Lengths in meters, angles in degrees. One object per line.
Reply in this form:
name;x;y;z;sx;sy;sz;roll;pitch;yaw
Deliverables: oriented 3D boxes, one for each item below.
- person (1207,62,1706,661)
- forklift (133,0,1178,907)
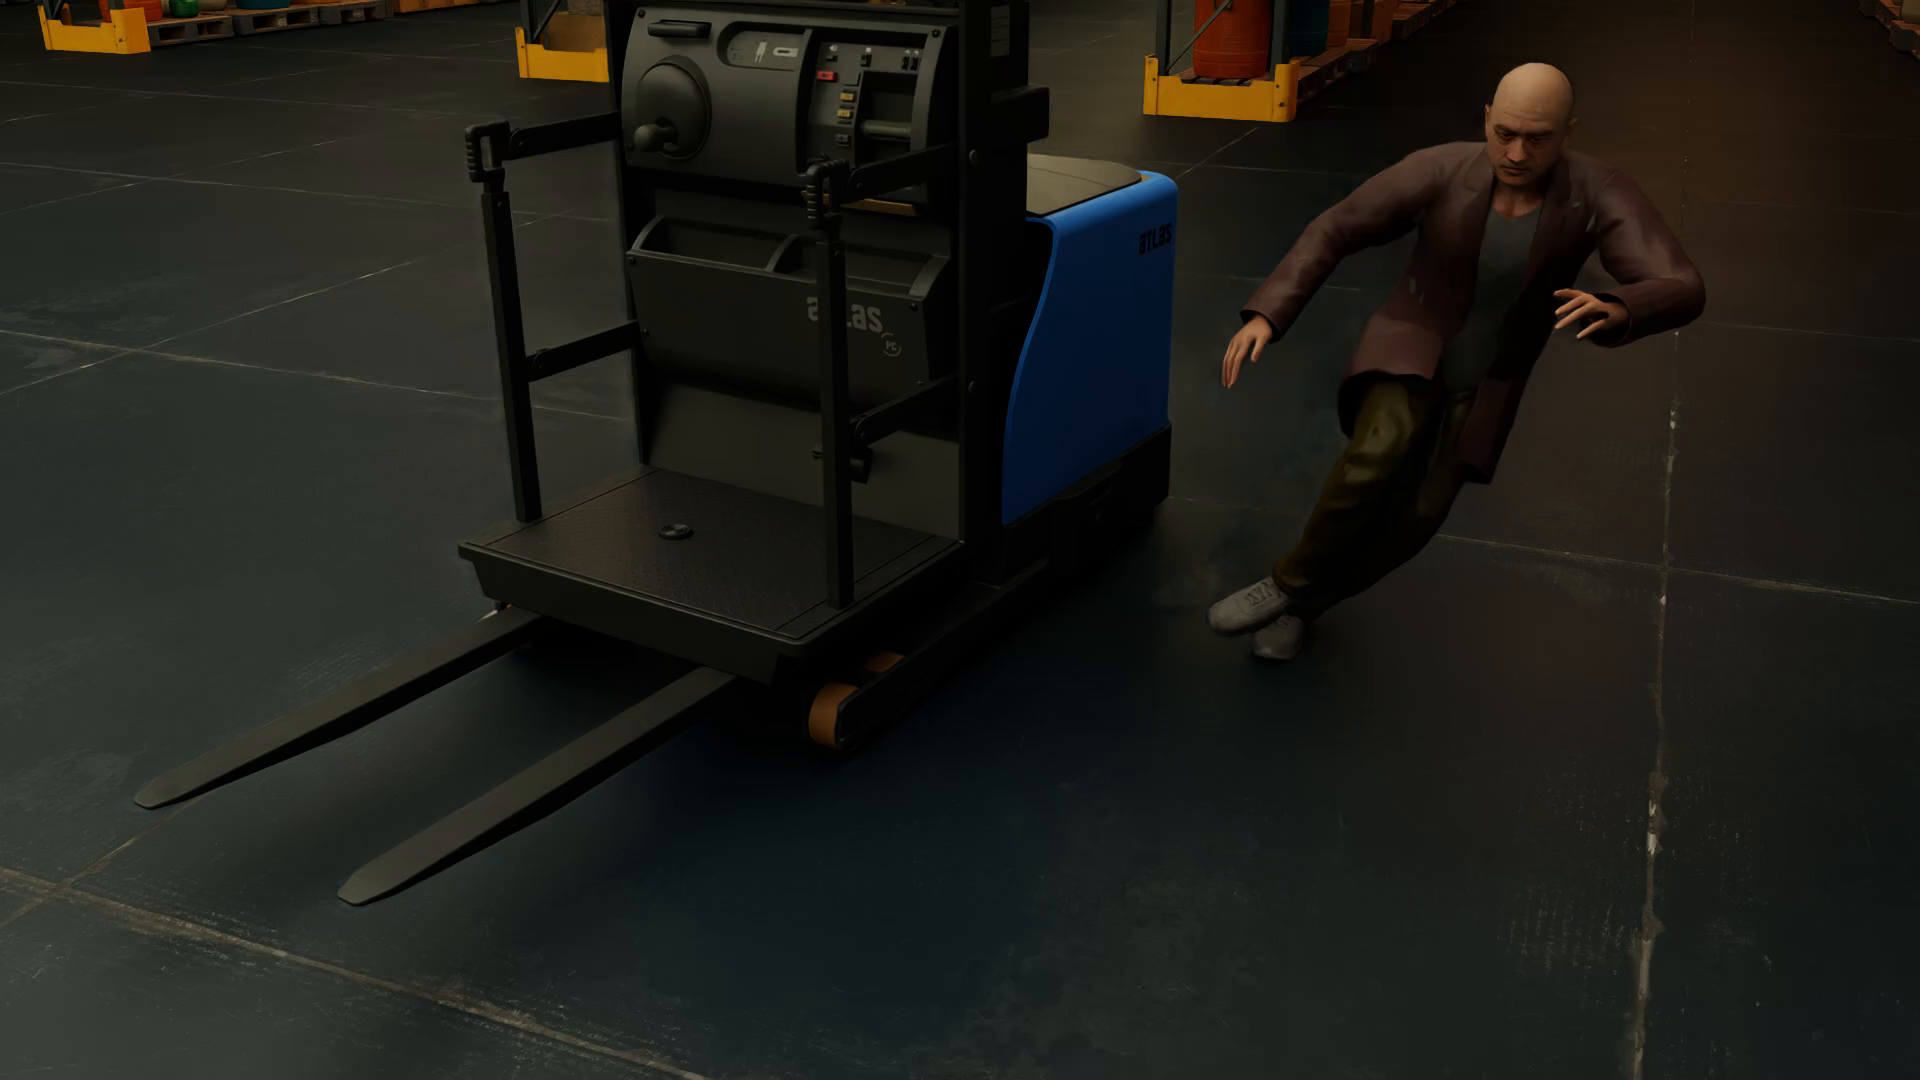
person;1.132;-0.341;3.930;1.018;1.535;0.918;2;23;4
forklift;-0.551;-1.059;3.827;1.130;2.935;3.031;14;26;29
